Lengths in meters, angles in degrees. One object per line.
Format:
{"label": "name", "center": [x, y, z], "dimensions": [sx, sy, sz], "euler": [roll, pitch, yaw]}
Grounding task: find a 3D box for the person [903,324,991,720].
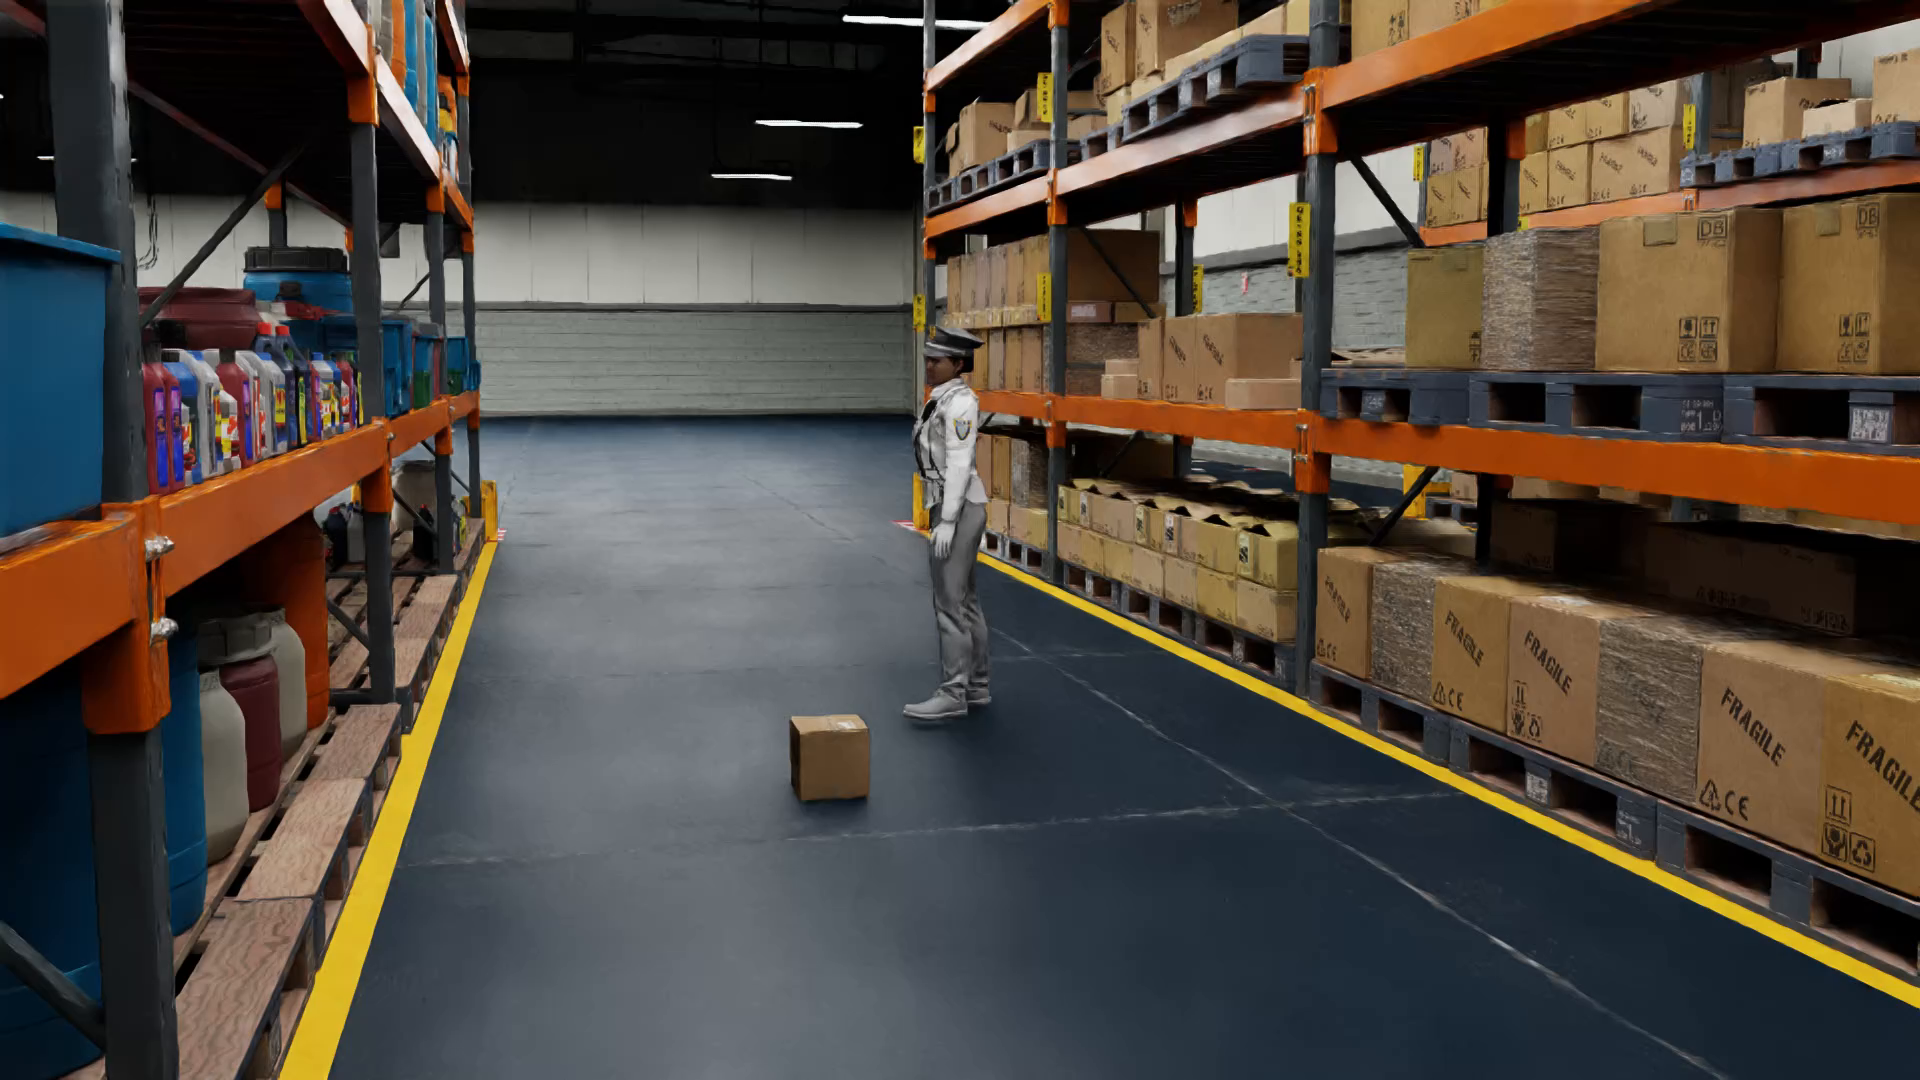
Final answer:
{"label": "person", "center": [-0.055, -0.083, 7.148], "dimensions": [0.402, 1.680, 0.543], "euler": [0, 6, -4]}
